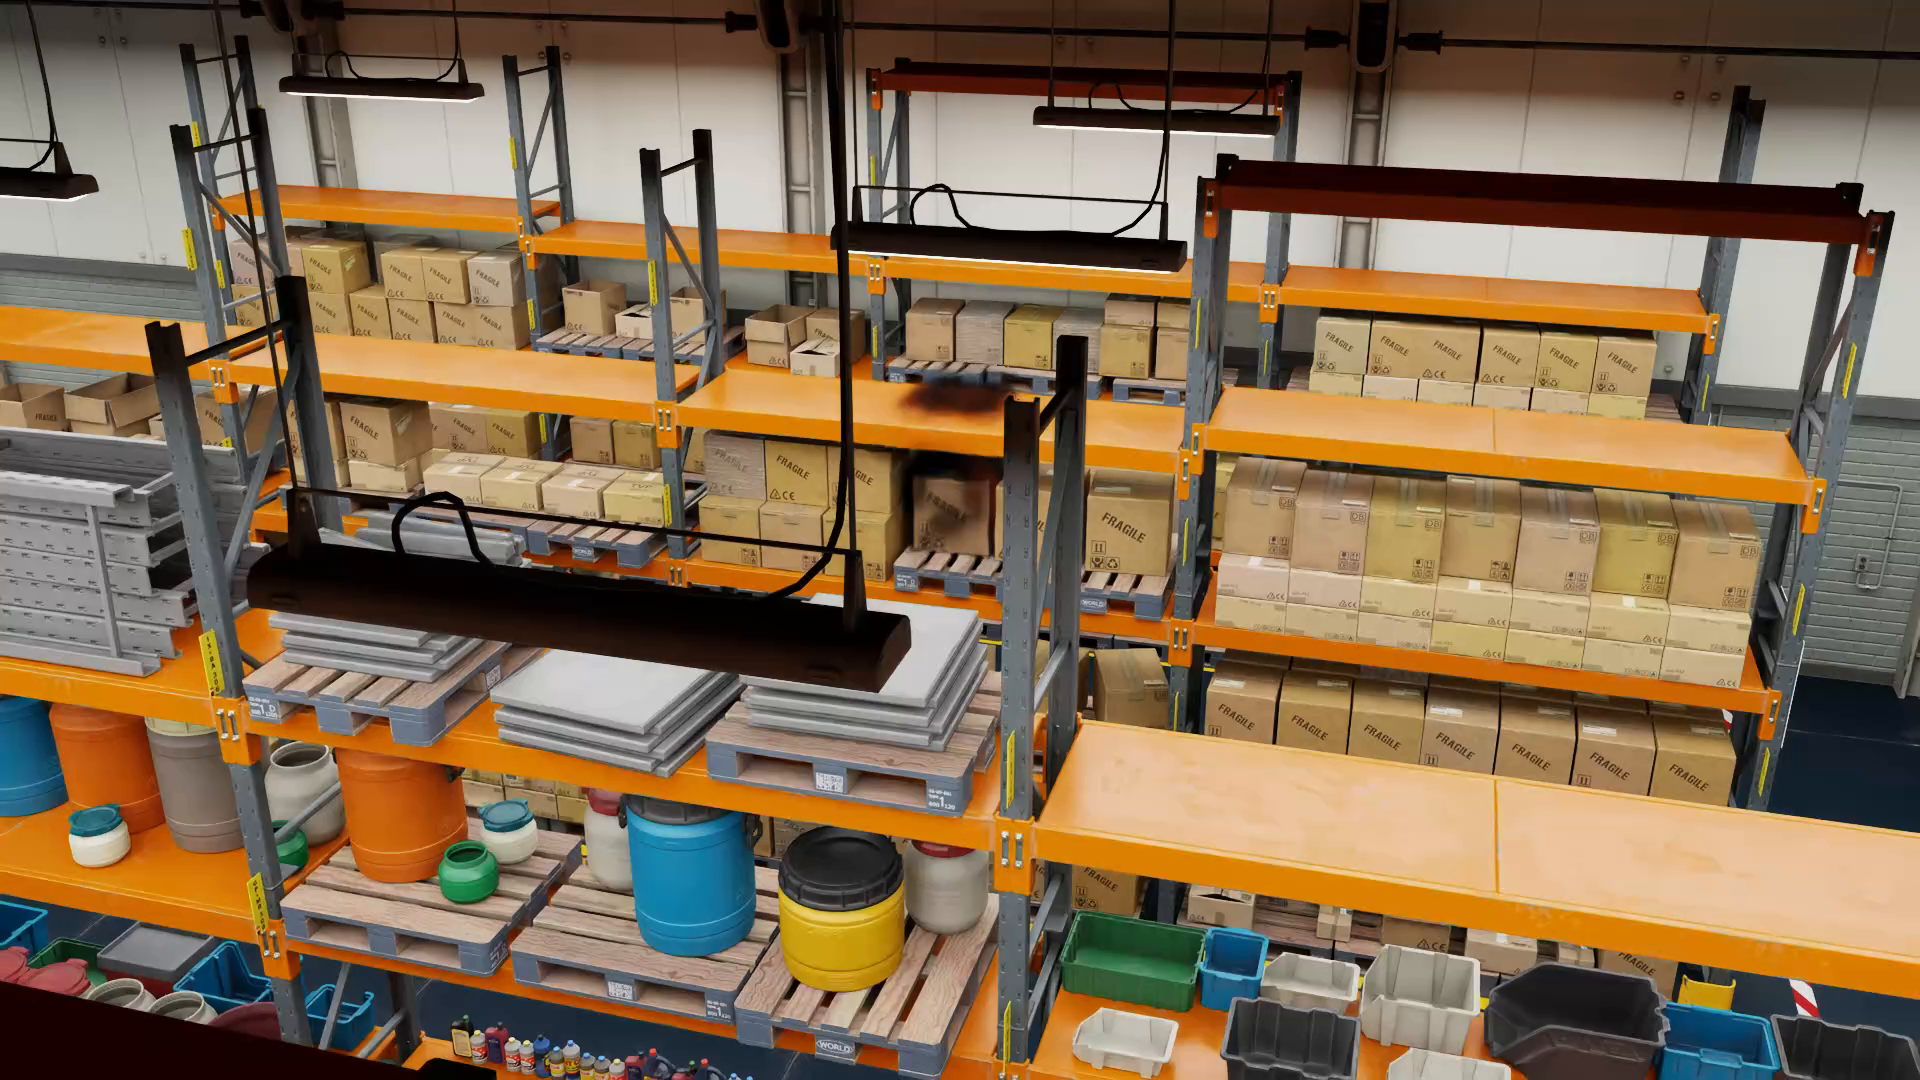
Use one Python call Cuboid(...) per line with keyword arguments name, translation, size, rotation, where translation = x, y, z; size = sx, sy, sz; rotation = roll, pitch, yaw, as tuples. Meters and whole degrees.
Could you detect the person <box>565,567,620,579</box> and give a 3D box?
Cuboid(name="person", translation=(-3.912, 0.383, 17.677), size=(0.627, 1.768, 0.449), rotation=(6, 23, 14))
